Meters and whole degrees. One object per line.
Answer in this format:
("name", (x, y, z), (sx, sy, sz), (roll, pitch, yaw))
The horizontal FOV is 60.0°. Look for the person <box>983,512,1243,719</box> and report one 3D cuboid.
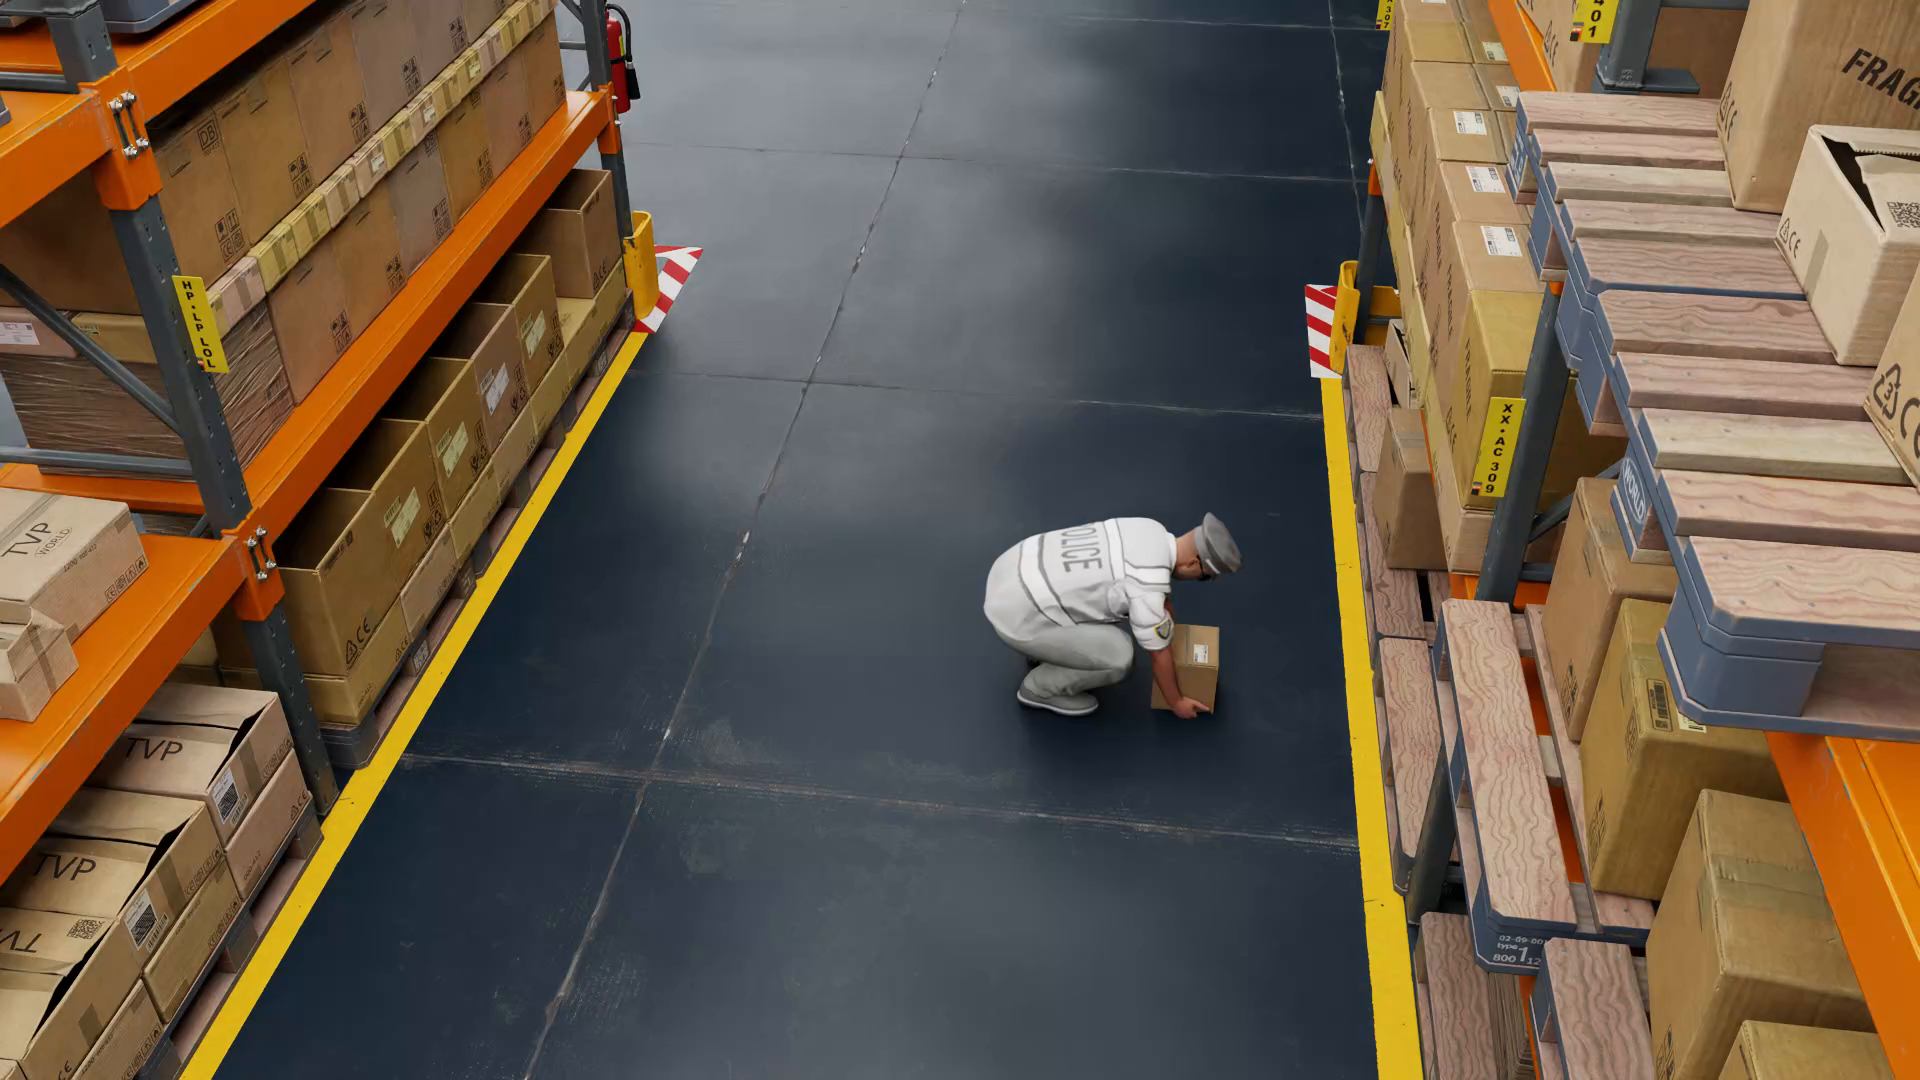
("person", (0.596, 0.293, 6.602), (0.995, 0.891, 0.540), (4, 36, 5))
